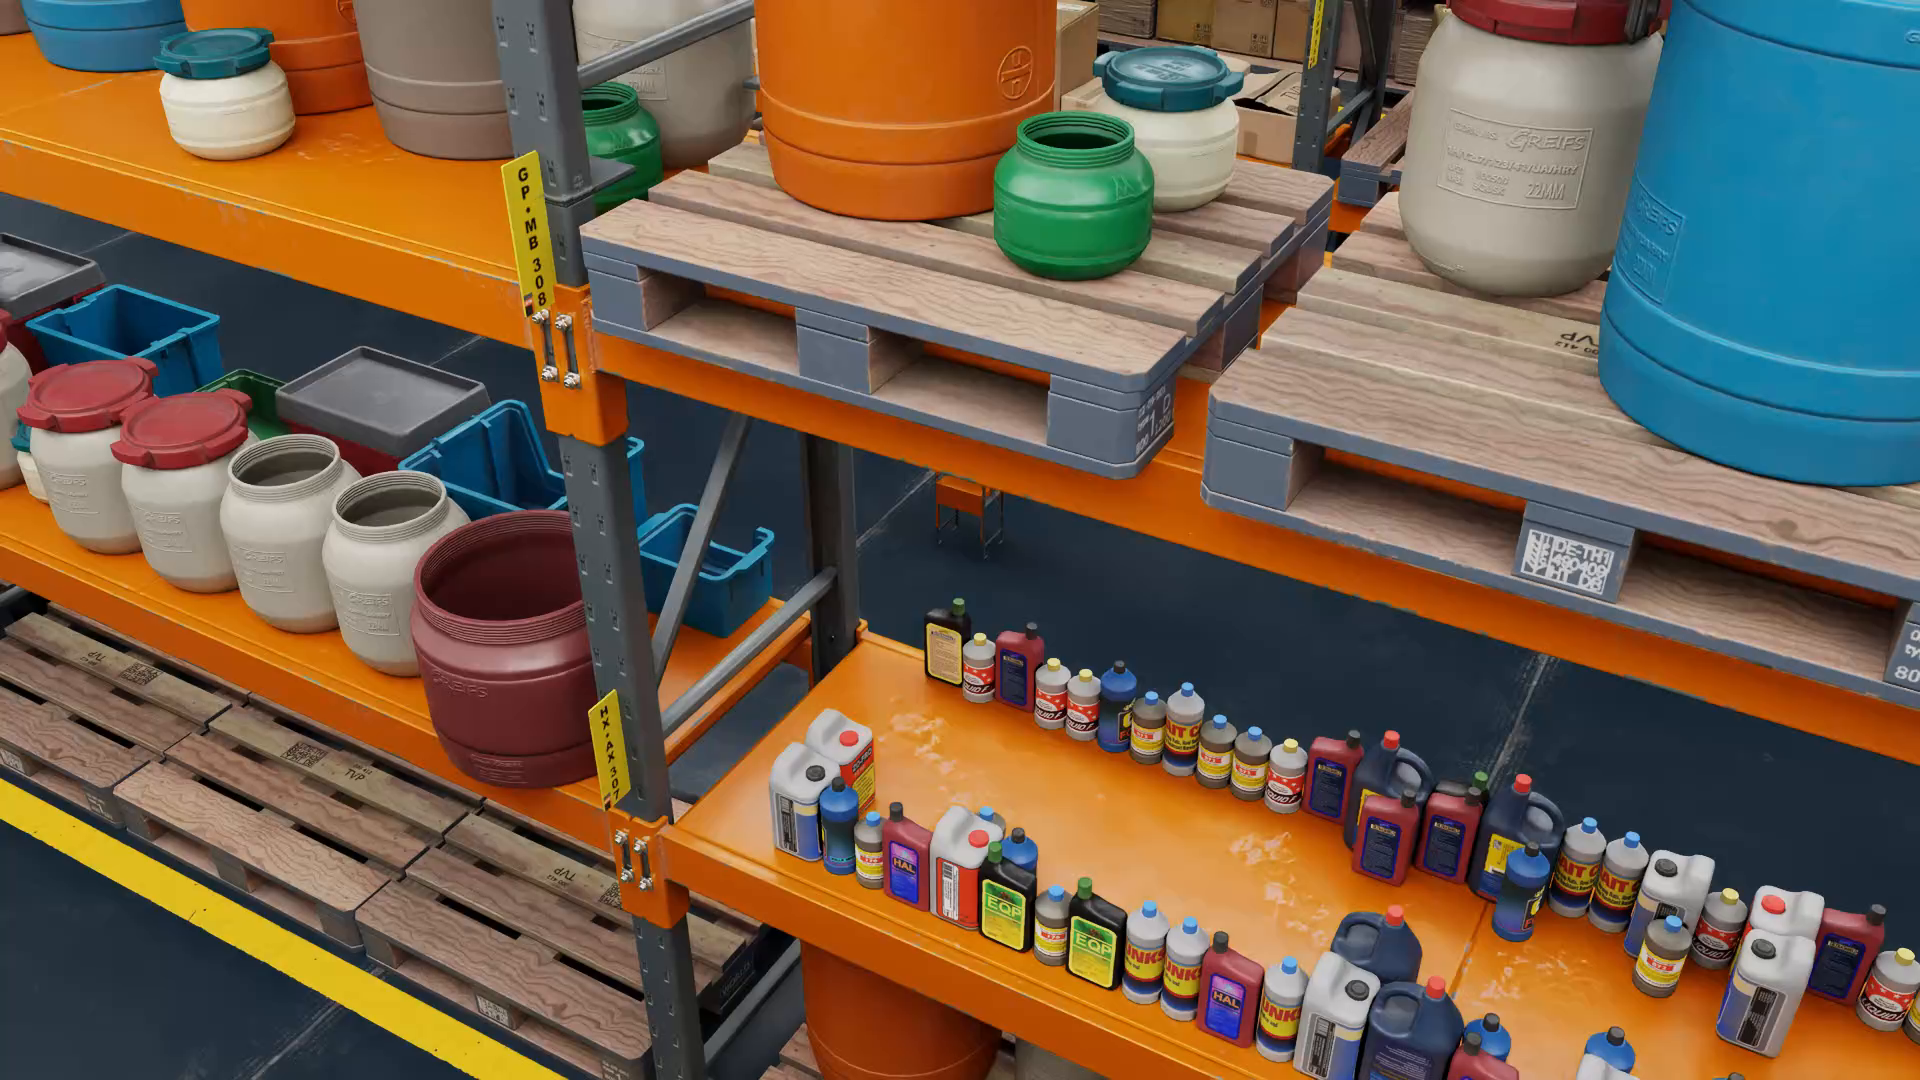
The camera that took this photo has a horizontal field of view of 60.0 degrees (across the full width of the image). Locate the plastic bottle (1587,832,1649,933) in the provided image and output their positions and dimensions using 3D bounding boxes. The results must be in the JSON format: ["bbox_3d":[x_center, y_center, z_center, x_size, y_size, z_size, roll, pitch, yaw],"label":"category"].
[{"bbox_3d":[1.570,0.804,3.953,0.097,0.271,0.097,0,34,0],"label":"plastic bottle"}]

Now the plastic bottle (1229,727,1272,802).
[{"bbox_3d":[0.763,0.578,4.356,0.097,0.201,0.097,0,34,0],"label":"plastic bottle"}]

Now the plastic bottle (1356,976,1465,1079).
[{"bbox_3d":[0.958,1.047,3.516,0.185,0.351,0.144,18,37,24],"label":"plastic bottle"}]

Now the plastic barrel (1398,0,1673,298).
[{"bbox_3d":[1.016,-0.741,2.948,0.433,0.535,0.433,0,34,0],"label":"plastic barrel"}]

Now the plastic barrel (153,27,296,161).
[{"bbox_3d":[-1.818,-1.104,4.120,0.301,0.262,0.301,0,34,0],"label":"plastic barrel"}]

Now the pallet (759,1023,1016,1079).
[{"bbox_3d":[0.107,1.682,5.034,1.213,0.211,1.003,18,37,24],"label":"pallet"}]

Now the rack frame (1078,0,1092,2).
[{"bbox_3d":[0.845,-5.543,13.368,0.127,3.000,1.000,18,37,24],"label":"rack frame"}]

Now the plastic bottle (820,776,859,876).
[{"bbox_3d":[-0.296,0.697,4.112,0.097,0.271,0.097,0,34,0],"label":"plastic bottle"}]

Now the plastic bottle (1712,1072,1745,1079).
[{"bbox_3d":[1.546,1.184,3.382,0.097,0.271,0.097,0,34,0],"label":"plastic bottle"}]

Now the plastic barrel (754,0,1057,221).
[{"bbox_3d":[-0.107,-1.120,3.253,0.708,0.830,0.600,18,37,24],"label":"plastic barrel"}]

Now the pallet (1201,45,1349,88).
[{"bbox_3d":[2.585,-3.834,13.317,1.213,0.211,1.003,18,37,24],"label":"pallet"}]

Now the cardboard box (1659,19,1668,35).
[{"bbox_3d":[4.891,-3.458,11.797,0.750,0.750,0.750,17,37,24],"label":"cardboard box"}]

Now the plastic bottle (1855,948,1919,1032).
[{"bbox_3d":[2.088,0.997,3.725,0.097,0.201,0.097,0,34,0],"label":"plastic bottle"}]

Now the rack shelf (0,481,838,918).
[{"bbox_3d":[-2.335,0.074,5.582,4.000,0.370,1.077,18,37,24],"label":"rack shelf"}]

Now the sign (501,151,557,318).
[{"bbox_3d":[-0.865,-0.614,3.354,0.005,0.325,0.100,18,37,24],"label":"sign"}]

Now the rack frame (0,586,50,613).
[{"bbox_3d":[-4.071,-0.776,6.209,0.127,3.000,1.000,18,37,24],"label":"rack frame"}]

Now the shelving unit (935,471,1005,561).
[{"bbox_3d":[0.046,-0.422,7.437,0.252,1.050,0.215,18,37,24],"label":"shelving unit"}]

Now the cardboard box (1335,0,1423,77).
[{"bbox_3d":[3.277,-3.956,12.843,0.500,0.500,0.700,18,37,24],"label":"cardboard box"}]

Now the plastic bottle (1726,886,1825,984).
[{"bbox_3d":[1.858,0.911,3.788,0.135,0.276,0.152,18,37,24],"label":"plastic bottle"}]

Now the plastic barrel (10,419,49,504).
[{"bbox_3d":[-2.998,-0.280,5.589,0.301,0.262,0.301,0,34,0],"label":"plastic barrel"}]

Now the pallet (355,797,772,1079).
[{"bbox_3d":[-1.251,1.253,5.678,1.213,0.211,1.003,18,37,24],"label":"pallet"}]

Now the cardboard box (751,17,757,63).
[{"bbox_3d":[-1.161,-2.982,9.656,0.500,0.250,0.500,20,39,27],"label":"cardboard box"}]

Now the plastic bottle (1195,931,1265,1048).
[{"bbox_3d":[0.598,0.987,3.667,0.133,0.283,0.061,18,37,24],"label":"plastic bottle"}]

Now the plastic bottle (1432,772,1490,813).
[{"bbox_3d":[1.233,0.681,4.127,0.133,0.283,0.061,18,37,24],"label":"plastic bottle"}]

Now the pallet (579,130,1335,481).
[{"bbox_3d":[0.017,-0.588,3.391,1.213,0.211,1.003,18,37,24],"label":"pallet"}]

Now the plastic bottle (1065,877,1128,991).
[{"bbox_3d":[0.313,0.897,3.802,0.133,0.283,0.061,18,37,24],"label":"plastic bottle"}]

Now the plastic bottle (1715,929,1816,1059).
[{"bbox_3d":[1.783,0.984,3.678,0.135,0.276,0.152,18,37,24],"label":"plastic bottle"}]

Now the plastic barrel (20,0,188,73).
[{"bbox_3d":[-2.386,-1.838,4.645,0.708,0.901,0.600,18,37,24],"label":"plastic barrel"}]

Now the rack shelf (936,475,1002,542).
[{"bbox_3d":[0.046,-0.182,7.597,0.240,0.259,0.215,18,37,24],"label":"rack shelf"}]

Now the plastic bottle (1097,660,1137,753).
[{"bbox_3d":[0.425,0.441,4.497,0.097,0.271,0.097,0,34,0],"label":"plastic bottle"}]

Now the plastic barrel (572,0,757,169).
[{"bbox_3d":[-0.716,-1.204,4.044,0.421,0.512,0.421,0,34,0],"label":"plastic barrel"}]

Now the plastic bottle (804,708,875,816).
[{"bbox_3d":[-0.307,0.577,4.289,0.135,0.276,0.152,18,37,24],"label":"plastic bottle"}]

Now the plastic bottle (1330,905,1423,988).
[{"bbox_3d":[0.917,0.936,3.682,0.185,0.351,0.144,18,37,24],"label":"plastic bottle"}]

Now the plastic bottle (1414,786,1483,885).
[{"bbox_3d":[1.203,0.710,4.083,0.133,0.283,0.061,18,37,24],"label":"plastic bottle"}]

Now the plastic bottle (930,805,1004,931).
[{"bbox_3d":[0.019,0.778,3.988,0.135,0.276,0.152,18,37,24],"label":"plastic bottle"}]

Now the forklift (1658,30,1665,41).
[{"bbox_3d":[4.067,-2.800,9.310,3.031,2.935,1.130,17,37,24],"label":"forklift"}]

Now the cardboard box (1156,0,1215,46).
[{"bbox_3d":[1.966,-4.374,13.470,0.500,0.500,0.700,17,37,23],"label":"cardboard box"}]

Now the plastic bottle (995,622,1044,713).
[{"bbox_3d":[0.165,0.342,4.635,0.133,0.283,0.061,18,37,24],"label":"plastic bottle"}]

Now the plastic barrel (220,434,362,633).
[{"bbox_3d":[-1.963,-0.018,4.970,0.421,0.512,0.421,0,34,0],"label":"plastic barrel"}]

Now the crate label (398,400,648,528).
[{"bbox_3d":[-1.327,-0.094,5.153,0.616,0.435,0.502,18,37,24],"label":"crate label"}]

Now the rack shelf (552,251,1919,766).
[{"bbox_3d":[1.138,-0.075,3.099,4.000,0.370,1.077,18,37,24],"label":"rack shelf"}]

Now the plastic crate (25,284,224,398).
[{"bbox_3d":[-2.959,-0.615,5.982,0.575,0.384,0.392,18,37,24],"label":"plastic crate"}]

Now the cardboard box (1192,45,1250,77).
[{"bbox_3d":[1.182,-2.360,8.669,0.500,0.311,0.500,17,37,24],"label":"cardboard box"}]
